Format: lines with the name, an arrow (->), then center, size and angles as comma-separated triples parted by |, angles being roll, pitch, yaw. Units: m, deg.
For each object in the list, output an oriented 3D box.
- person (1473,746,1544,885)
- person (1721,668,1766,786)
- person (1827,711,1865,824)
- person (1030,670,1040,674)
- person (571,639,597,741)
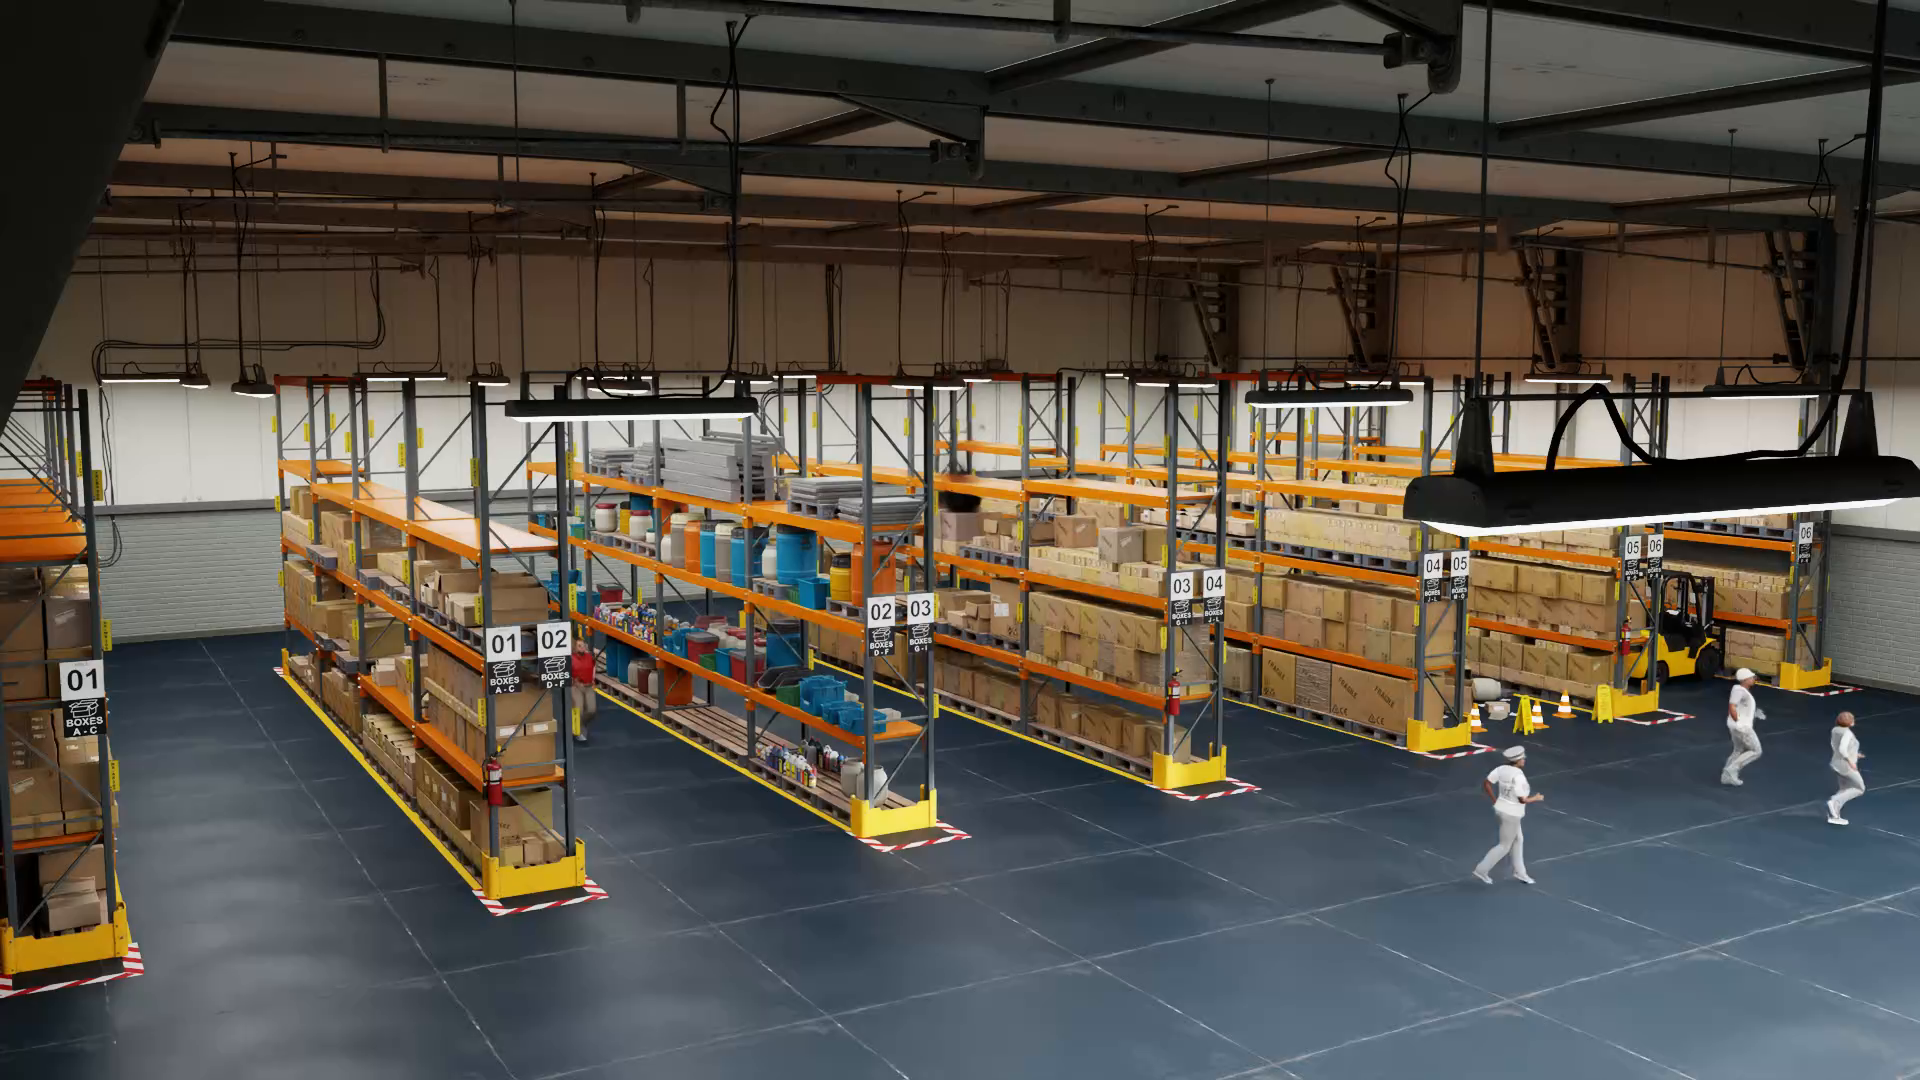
person -> 6.547, 3.321, 19.915 | 0.869, 1.724, 0.543 | -1, 6, -9
person -> 11.629, 2.763, 24.620 | 0.599, 1.744, 0.686 | 2, 6, 14
person -> 12.032, 3.094, 22.566 | 0.537, 1.558, 0.530 | 0, 6, 0
person -> 1.421, 1.807, 33.530 | 0.714, 1.735, 0.650 | -4, 7, -32
person -> -6.225, 2.488, 27.488 | 0.672, 1.681, 0.577 | -5, 8, -37
